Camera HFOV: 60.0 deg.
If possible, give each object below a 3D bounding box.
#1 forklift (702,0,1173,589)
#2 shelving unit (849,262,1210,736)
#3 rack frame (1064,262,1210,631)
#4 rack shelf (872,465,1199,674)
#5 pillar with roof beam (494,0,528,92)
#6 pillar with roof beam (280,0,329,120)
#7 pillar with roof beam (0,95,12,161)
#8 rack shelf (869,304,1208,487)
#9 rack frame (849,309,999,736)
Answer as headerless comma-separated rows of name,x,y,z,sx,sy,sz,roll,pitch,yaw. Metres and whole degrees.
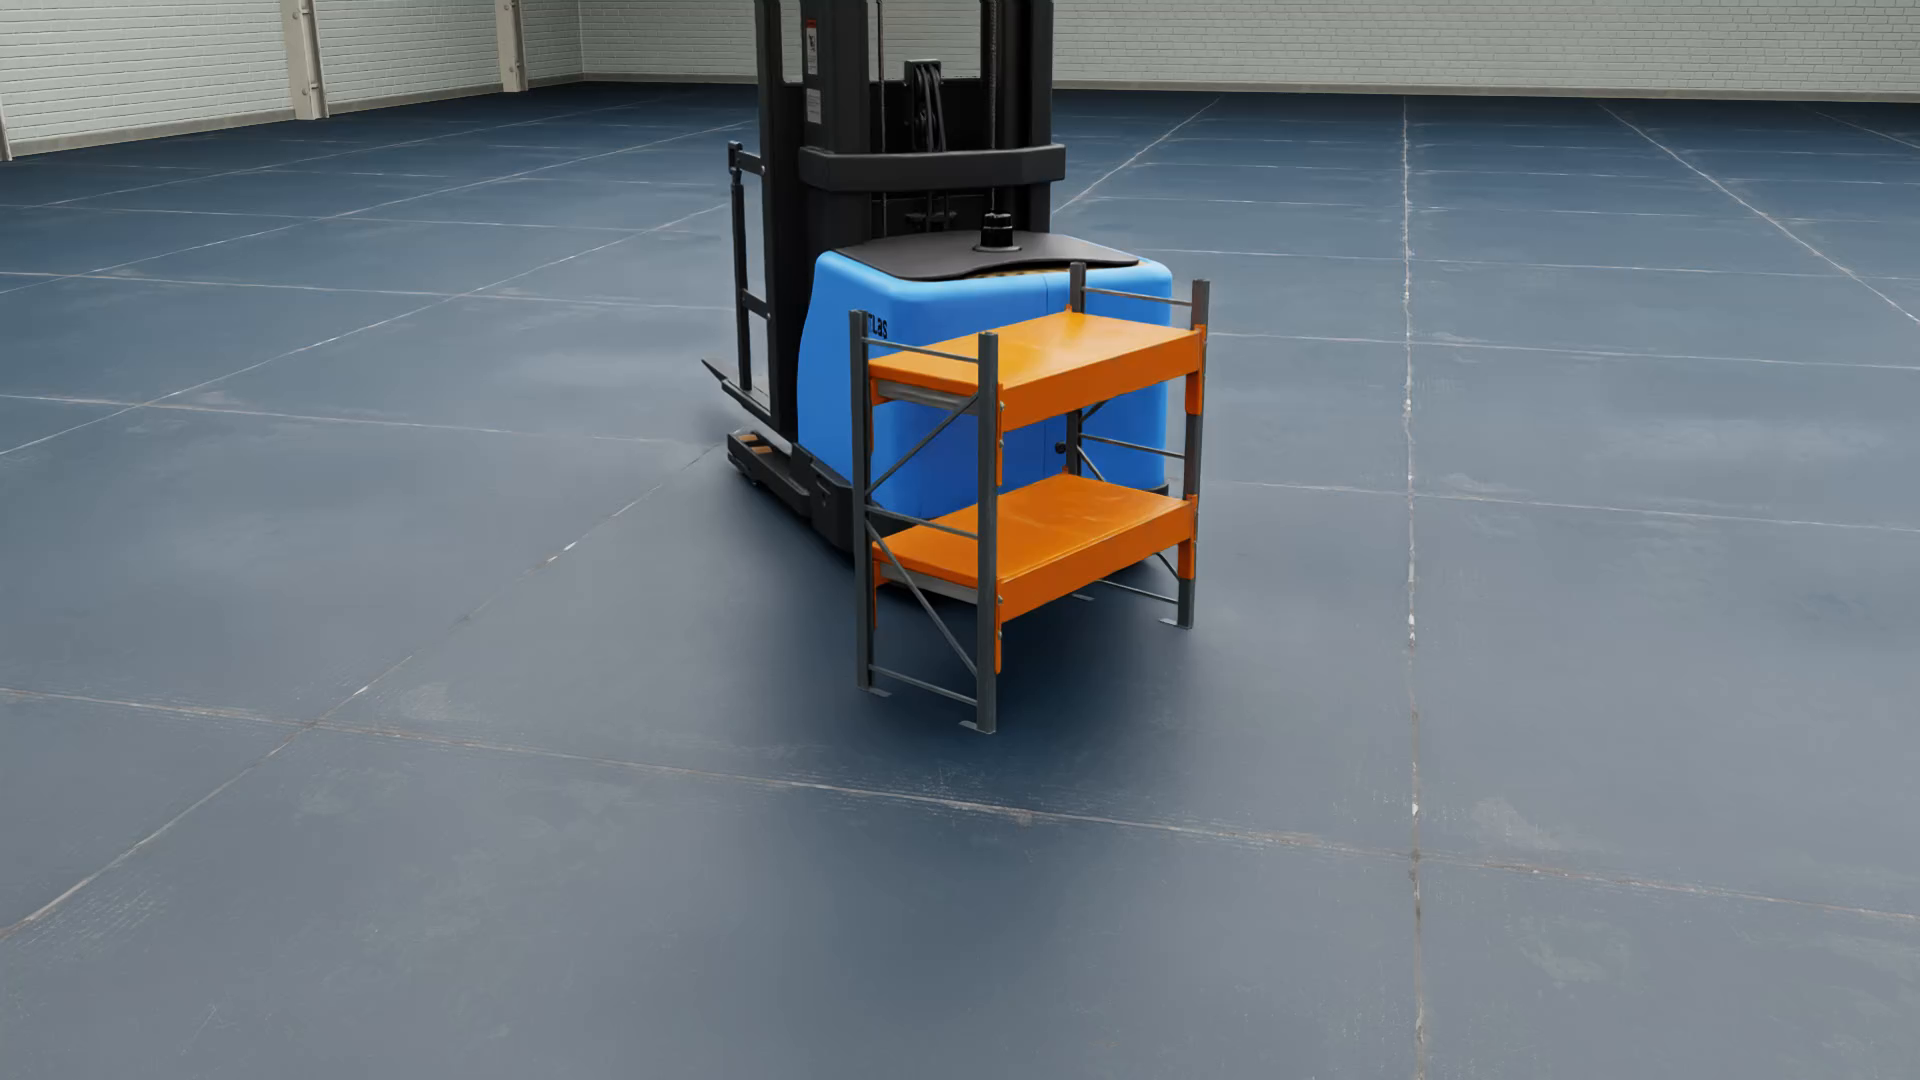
forklift,-0.330,-1.660,6.513,1.130,2.935,3.031,-8,21,-23
shelving unit,0.224,-0.171,4.948,0.538,1.125,1.048,15,24,37
rack frame,0.550,-0.297,5.317,0.500,1.125,0.032,15,24,37
rack shelf,0.224,0.060,5.027,0.538,0.278,1.000,15,24,37
pillar with roof beam,-3.725,-11.893,27.084,9.100,9.000,0.400,5,19,13
pillar with roof beam,-5.191,-10.012,21.578,9.100,9.000,0.400,5,19,13
pillar with roof beam,-6.657,-8.131,16.072,9.100,9.000,0.400,5,19,13
rack shelf,0.224,-0.448,4.853,0.538,0.278,1.000,15,24,37
rack frame,-0.102,-0.045,4.579,0.500,1.125,0.032,15,24,37
